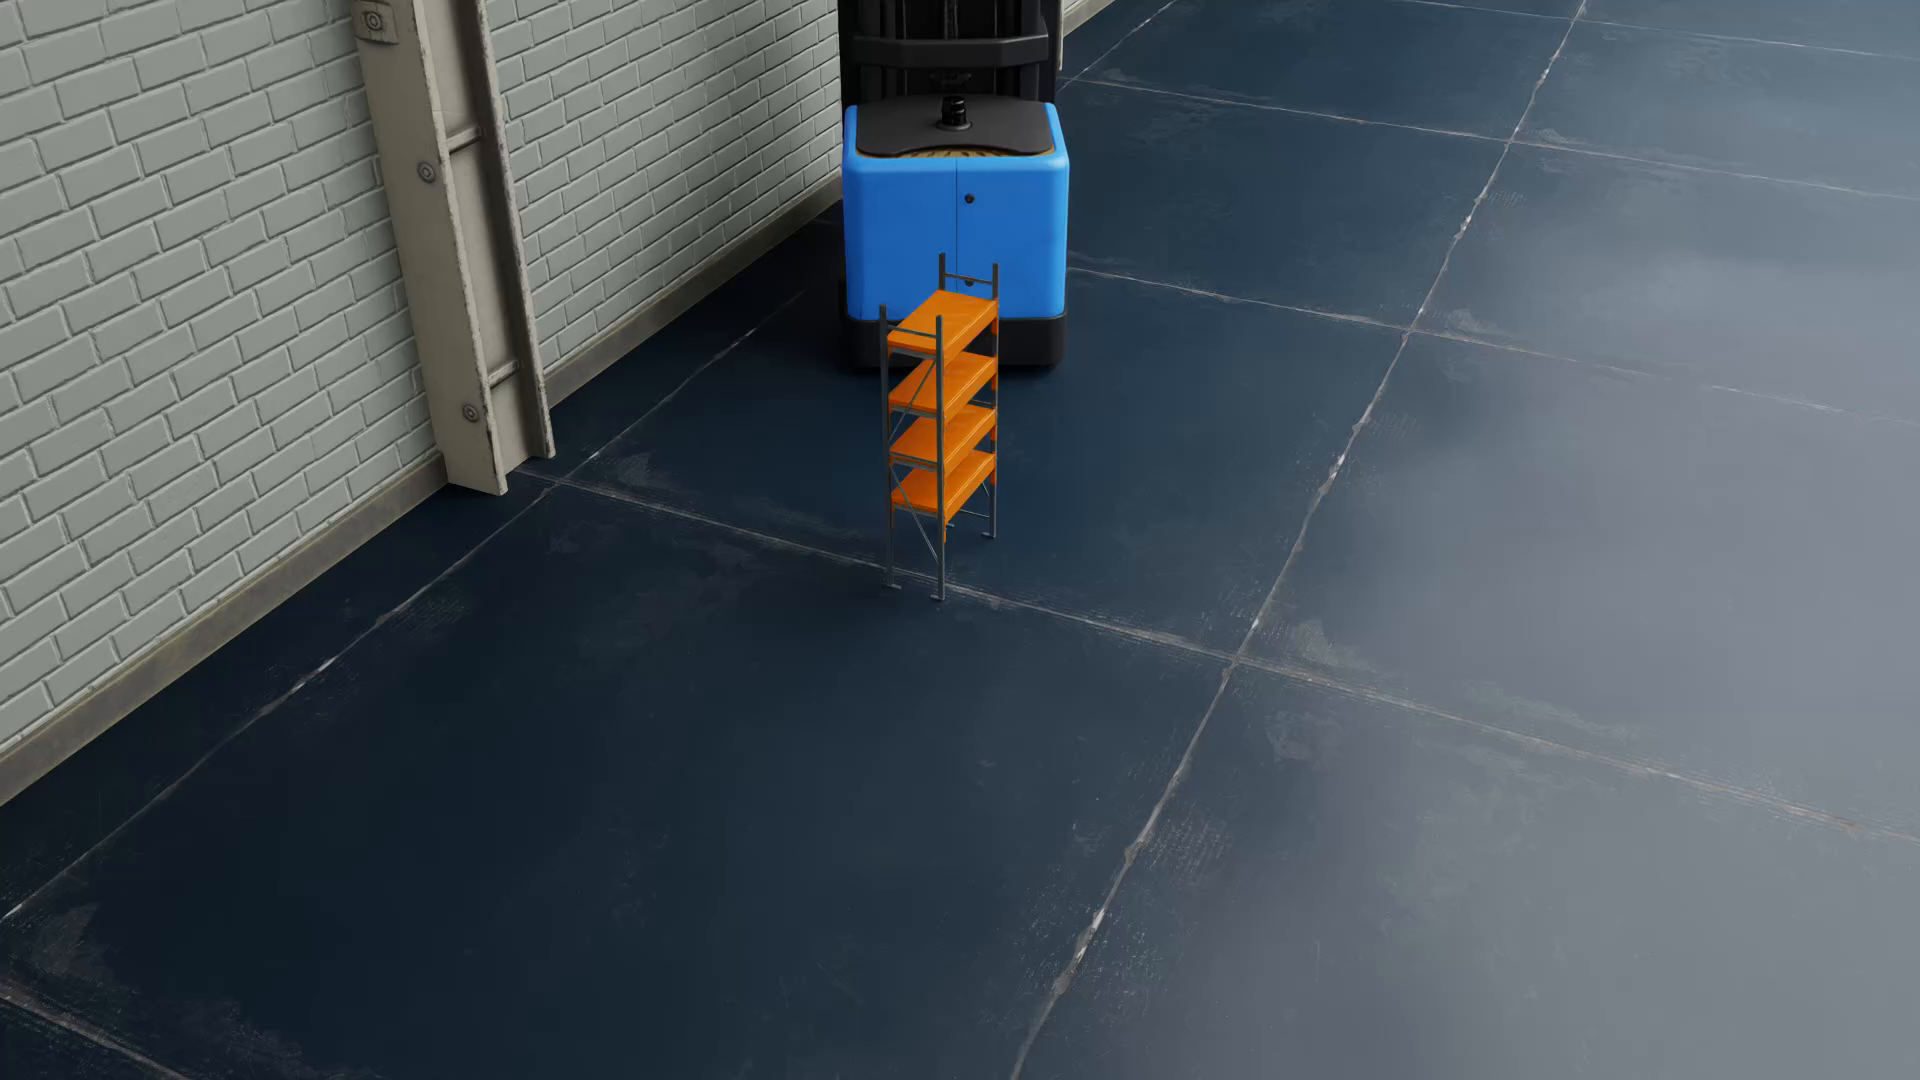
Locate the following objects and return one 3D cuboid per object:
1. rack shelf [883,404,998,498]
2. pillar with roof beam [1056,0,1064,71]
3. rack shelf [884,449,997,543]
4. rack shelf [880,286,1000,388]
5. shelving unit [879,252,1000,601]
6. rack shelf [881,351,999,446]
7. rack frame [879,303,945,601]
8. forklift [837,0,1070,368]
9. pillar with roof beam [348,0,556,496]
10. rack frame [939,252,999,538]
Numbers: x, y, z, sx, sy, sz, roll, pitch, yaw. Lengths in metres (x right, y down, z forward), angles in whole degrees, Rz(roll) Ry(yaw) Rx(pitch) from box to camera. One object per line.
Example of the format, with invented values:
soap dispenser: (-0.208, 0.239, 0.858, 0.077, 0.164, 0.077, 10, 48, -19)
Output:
rack shelf: (-0.069, -0.363, 6.332, 0.258, 0.148, 0.480, 14, 36, 20)
pillar with roof beam: (4.419, -6.084, 7.822, 9.100, 9.000, 0.400, 14, 36, 20)
rack shelf: (-0.069, -0.197, 6.441, 0.258, 0.148, 0.480, 14, 36, 20)
rack shelf: (-0.069, -0.748, 6.080, 0.258, 0.148, 0.480, 14, 36, 20)
shelving unit: (-0.069, -0.419, 6.295, 0.258, 1.200, 0.503, 14, 36, 20)
rack shelf: (-0.069, -0.550, 6.209, 0.258, 0.148, 0.480, 14, 36, 20)
rack frame: (-0.171, -0.298, 6.110, 0.240, 1.200, 0.015, 14, 36, 20)
forklift: (-0.069, -2.818, 8.375, 1.130, 2.935, 3.031, -1, 33, -2)
pillar with roof beam: (1.909, -3.096, 3.264, 9.100, 9.000, 0.400, 14, 36, 20)
rack frame: (0.033, -0.541, 6.481, 0.240, 1.200, 0.015, 14, 36, 20)
